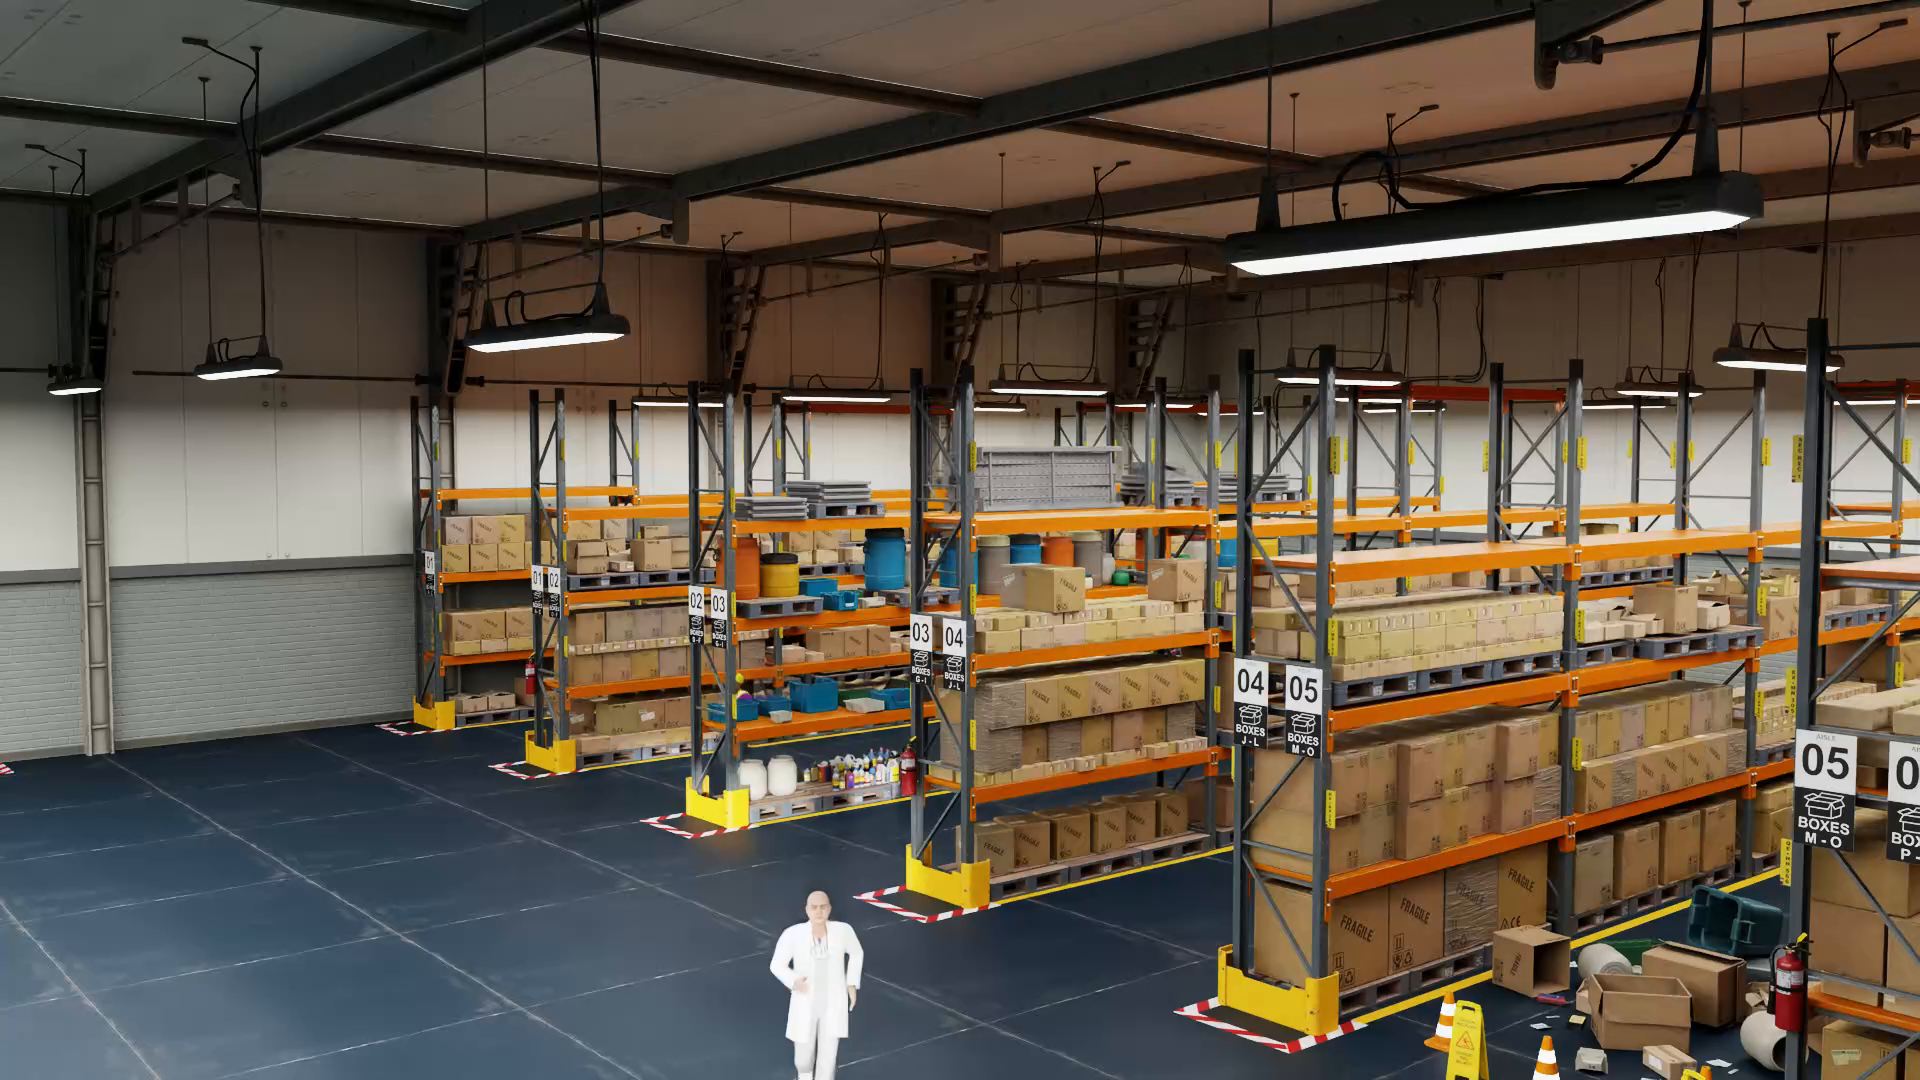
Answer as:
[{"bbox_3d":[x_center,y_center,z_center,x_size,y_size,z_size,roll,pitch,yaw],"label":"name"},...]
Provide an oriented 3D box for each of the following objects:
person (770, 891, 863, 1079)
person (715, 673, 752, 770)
[{"bbox_3d":[-1.083,3.534,12.680,0.718,1.746,0.834,0,3,-8],"label":"person"},{"bbox_3d":[-3.325,2.824,24.766,0.688,1.724,0.699,3,5,44],"label":"person"}]
